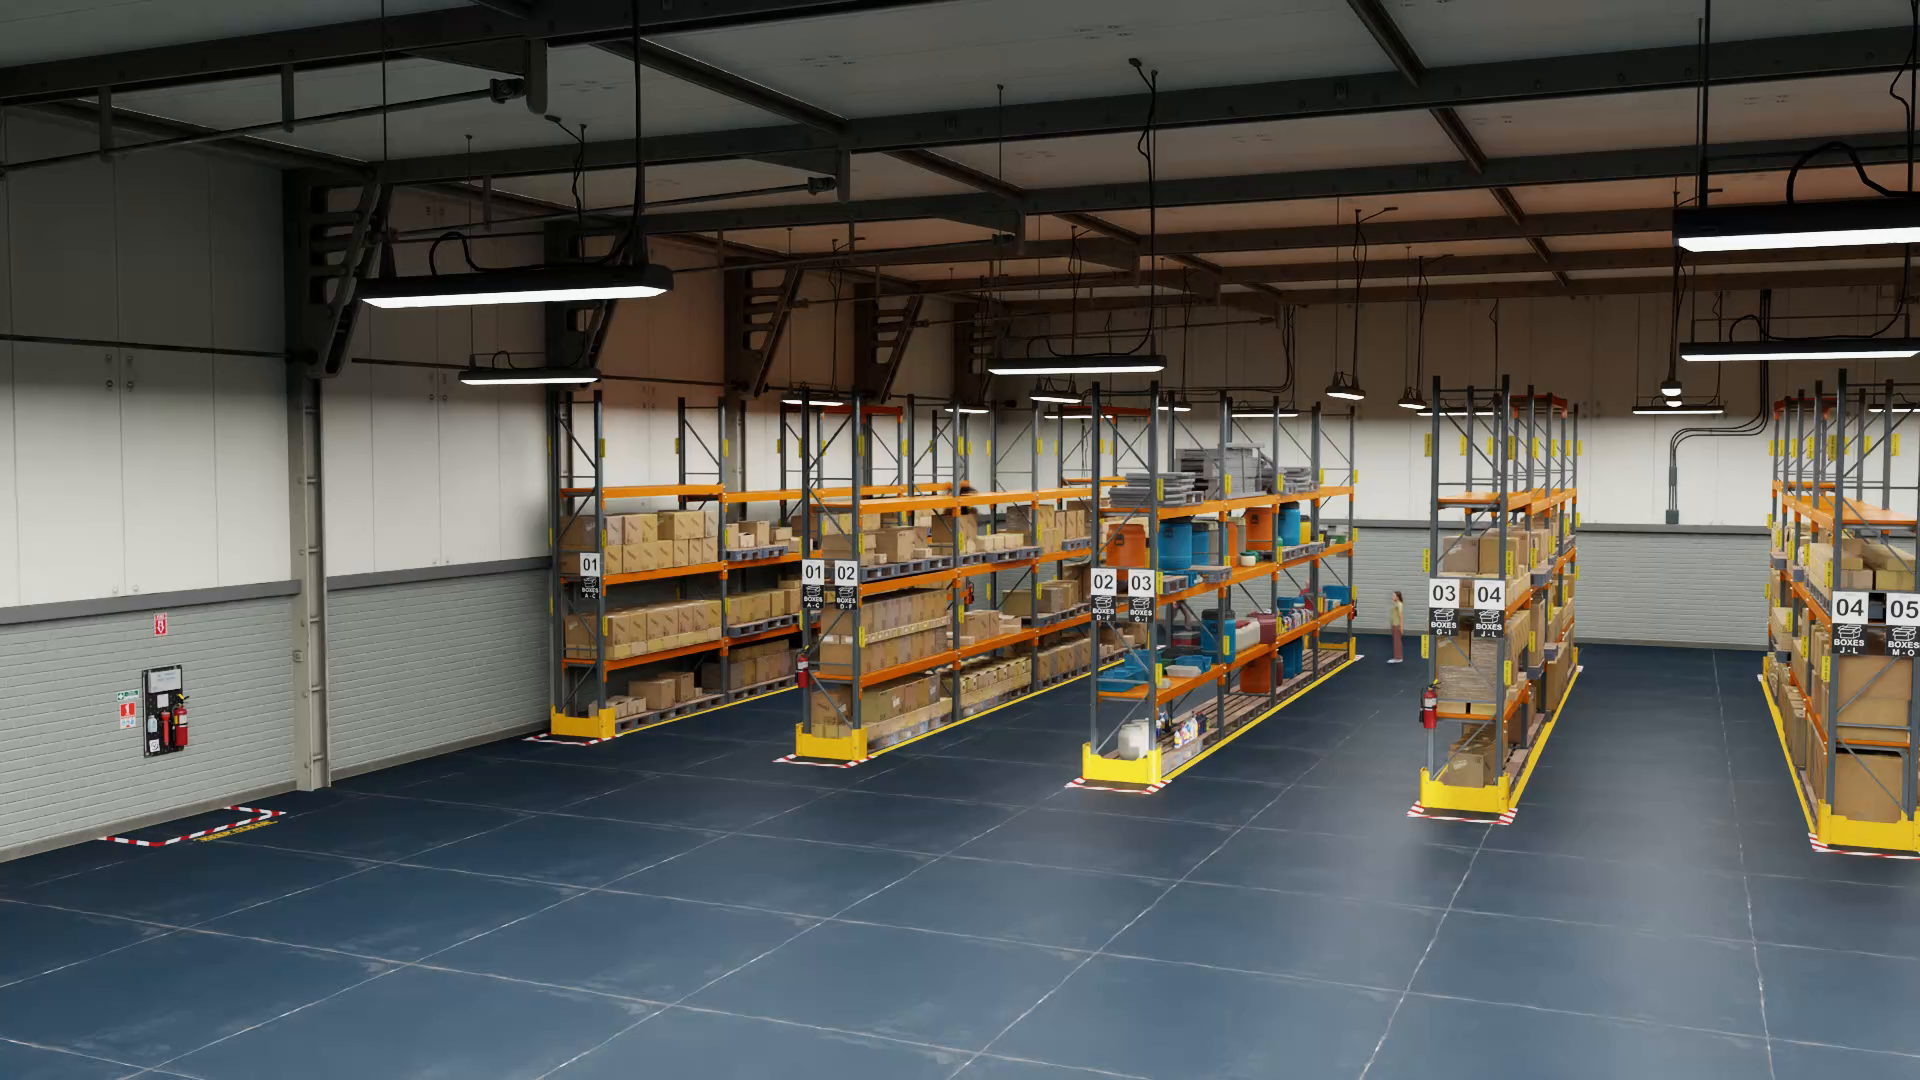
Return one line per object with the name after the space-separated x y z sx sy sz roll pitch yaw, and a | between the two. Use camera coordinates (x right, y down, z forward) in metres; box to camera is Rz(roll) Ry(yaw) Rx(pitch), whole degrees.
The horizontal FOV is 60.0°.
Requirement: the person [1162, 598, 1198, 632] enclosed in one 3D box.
5.926 1.682 44.865 1.015 1.680 0.604 3 4 42 | person

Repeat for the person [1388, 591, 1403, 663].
10.167 2.032 38.829 0.362 1.649 0.498 0 3 8 | person

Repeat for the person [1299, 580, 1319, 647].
8.784 1.836 41.902 0.553 1.671 1.057 1 3 23 | person
